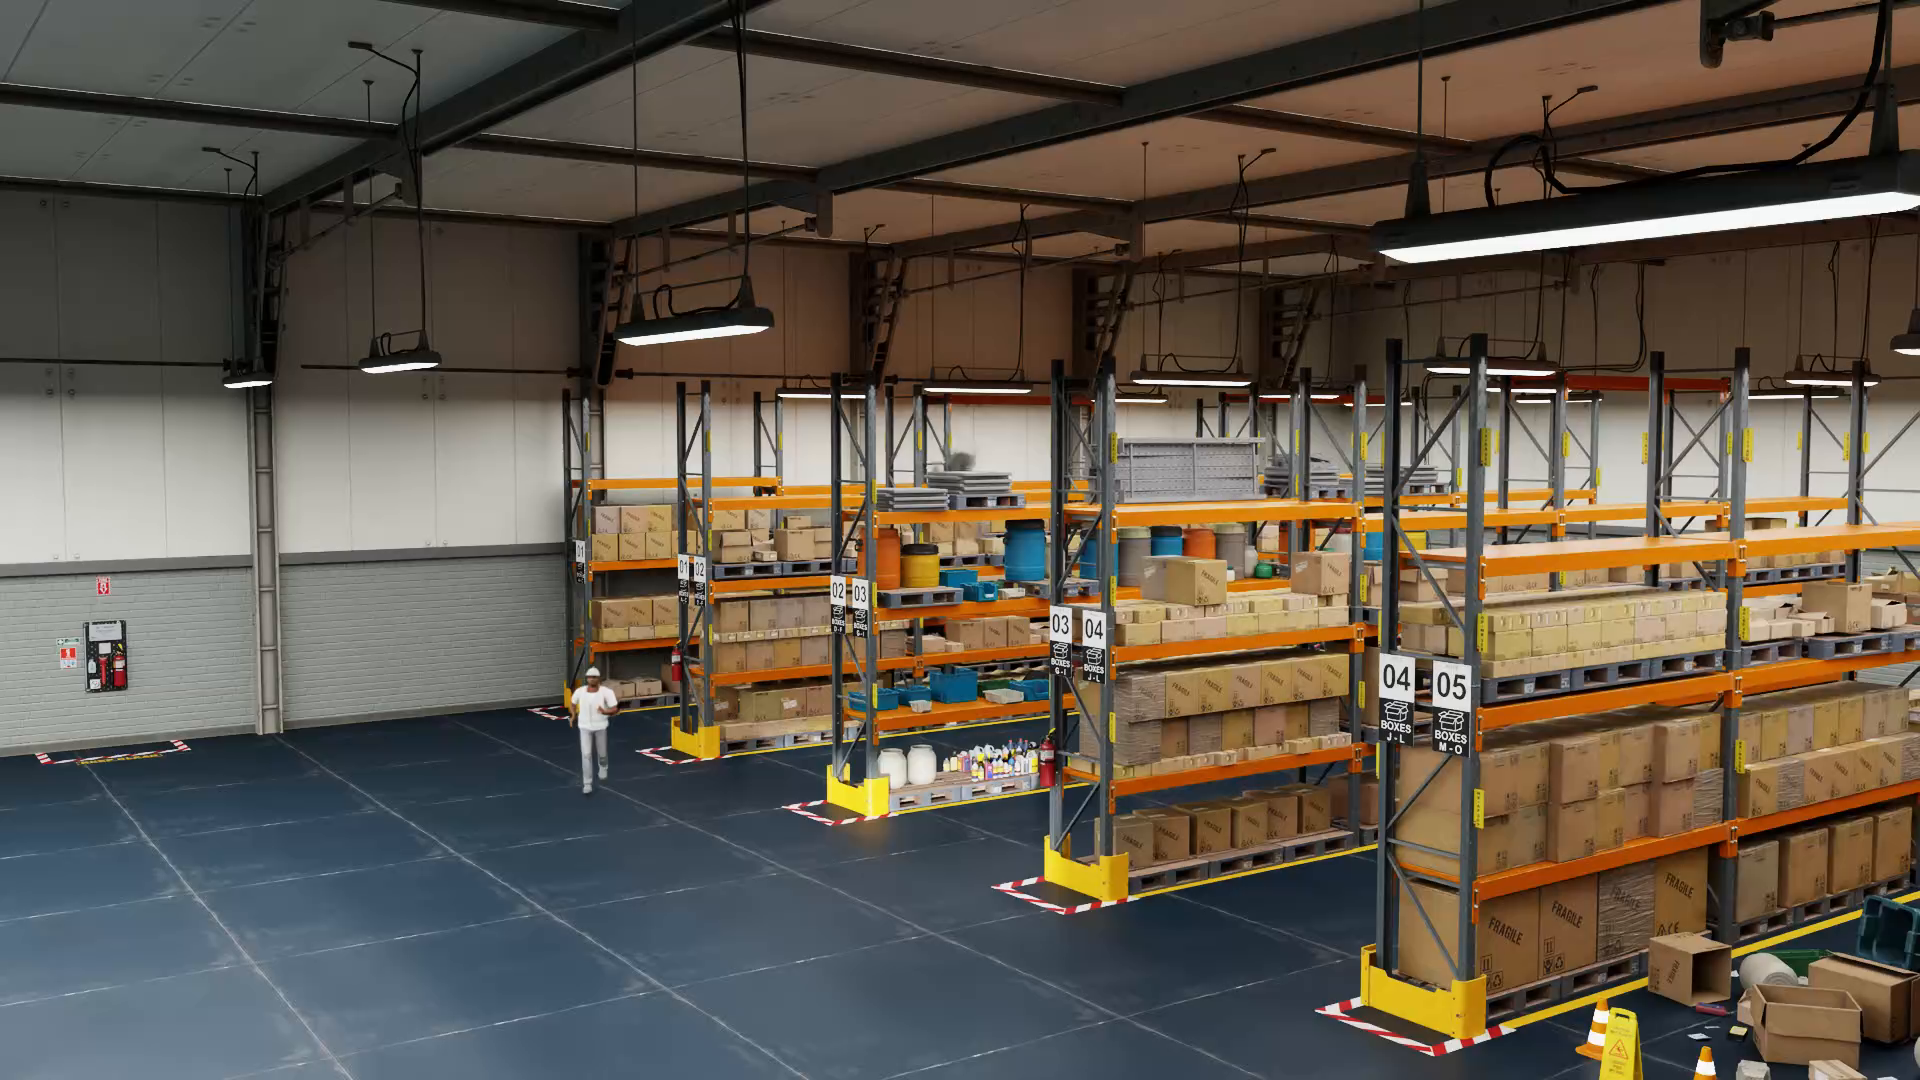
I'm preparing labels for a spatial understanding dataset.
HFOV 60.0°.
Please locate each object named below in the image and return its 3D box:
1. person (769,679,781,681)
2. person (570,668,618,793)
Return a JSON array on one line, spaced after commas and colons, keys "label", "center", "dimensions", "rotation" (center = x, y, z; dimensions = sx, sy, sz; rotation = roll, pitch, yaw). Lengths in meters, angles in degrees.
[{"label": "person", "center": [-3.307, 2.433, 29.589], "dimensions": [0.573, 1.652, 0.576], "rotation": [-3, 5, -36]}, {"label": "person", "center": [-5.303, 2.717, 24.054], "dimensions": [0.707, 1.745, 0.955], "rotation": [0, 4, -6]}]
